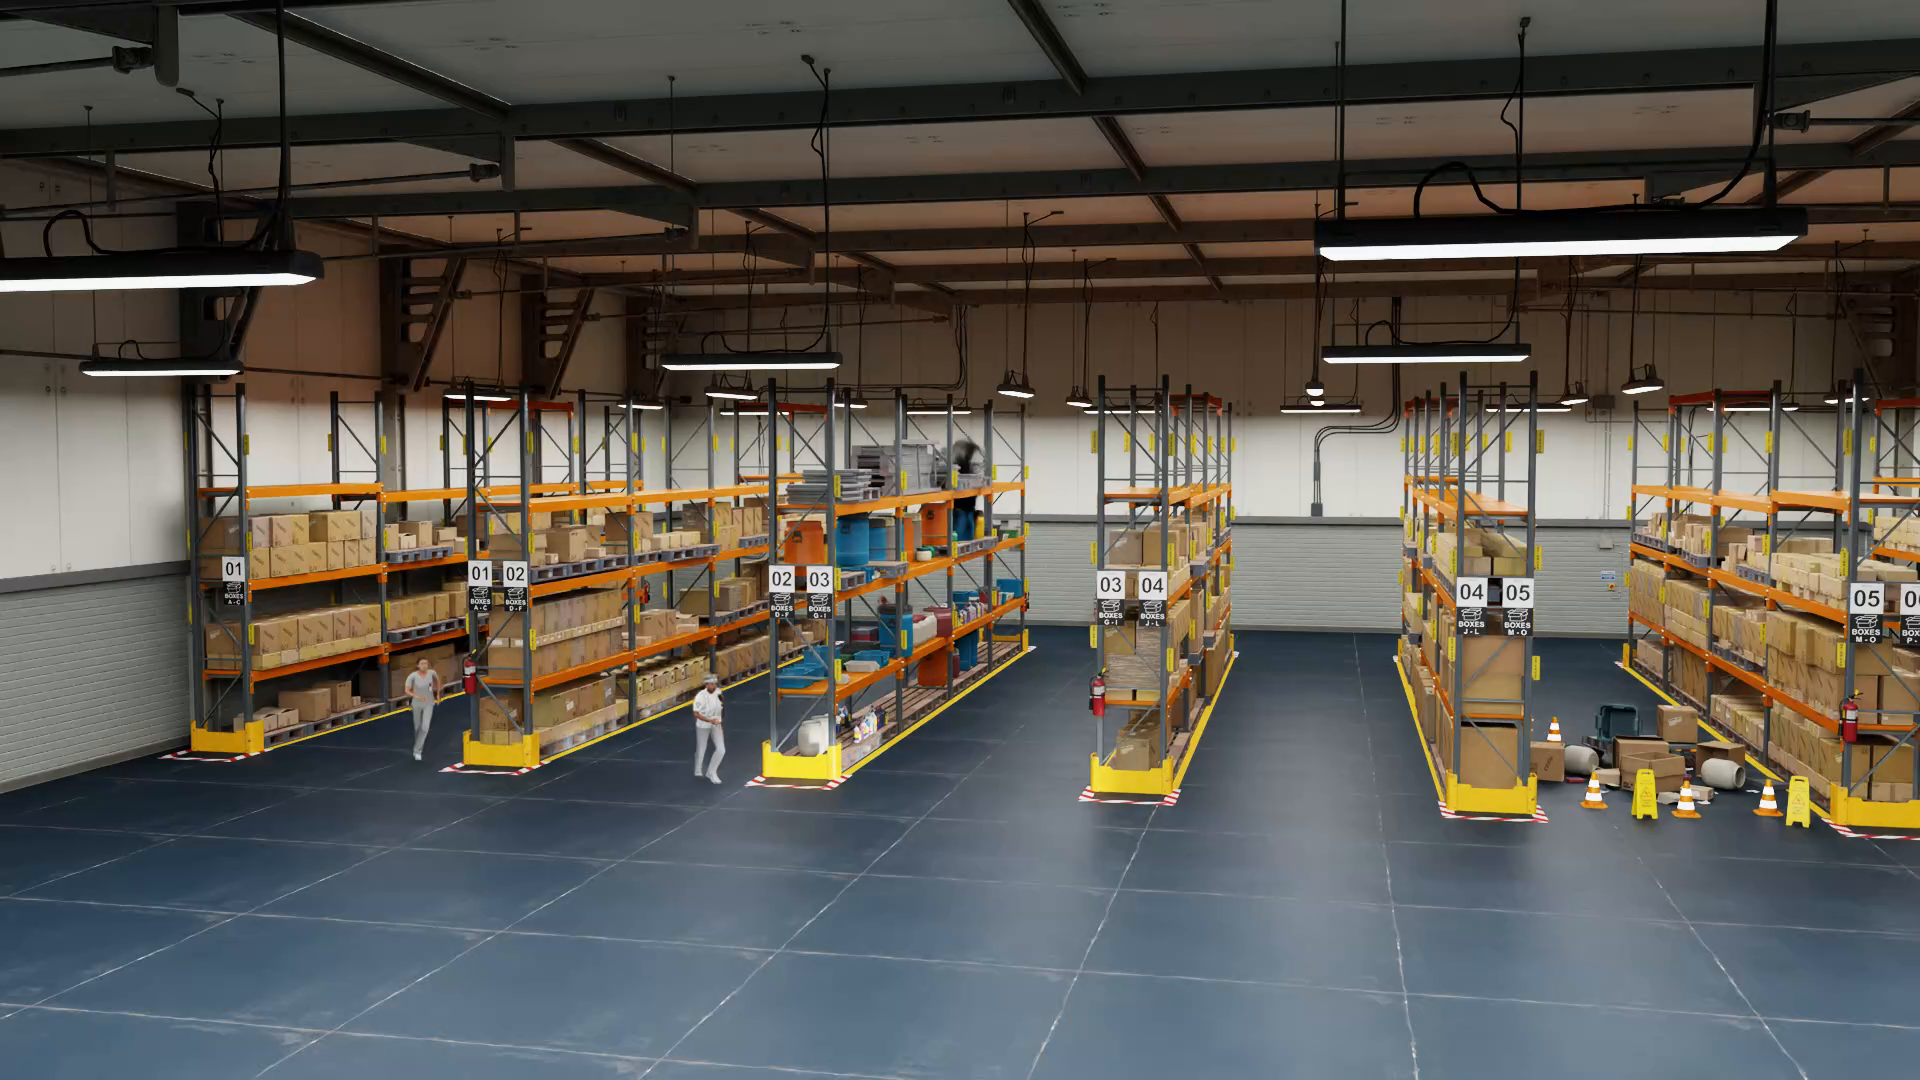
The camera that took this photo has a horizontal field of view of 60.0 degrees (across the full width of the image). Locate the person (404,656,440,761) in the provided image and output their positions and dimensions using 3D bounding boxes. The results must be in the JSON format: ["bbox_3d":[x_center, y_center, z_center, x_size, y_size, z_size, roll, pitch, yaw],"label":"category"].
[{"bbox_3d":[-8.633,2.660,26.714,0.557,1.660,0.775,-1,3,-20],"label":"person"}]

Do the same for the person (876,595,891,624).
[{"bbox_3d":[-1.615,1.927,37.677,0.555,1.373,0.734,2,4,29],"label":"person"}]

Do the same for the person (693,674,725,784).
[{"bbox_3d":[-3.754,2.784,24.706,0.564,1.673,0.774,-2,4,-29],"label":"person"}]
